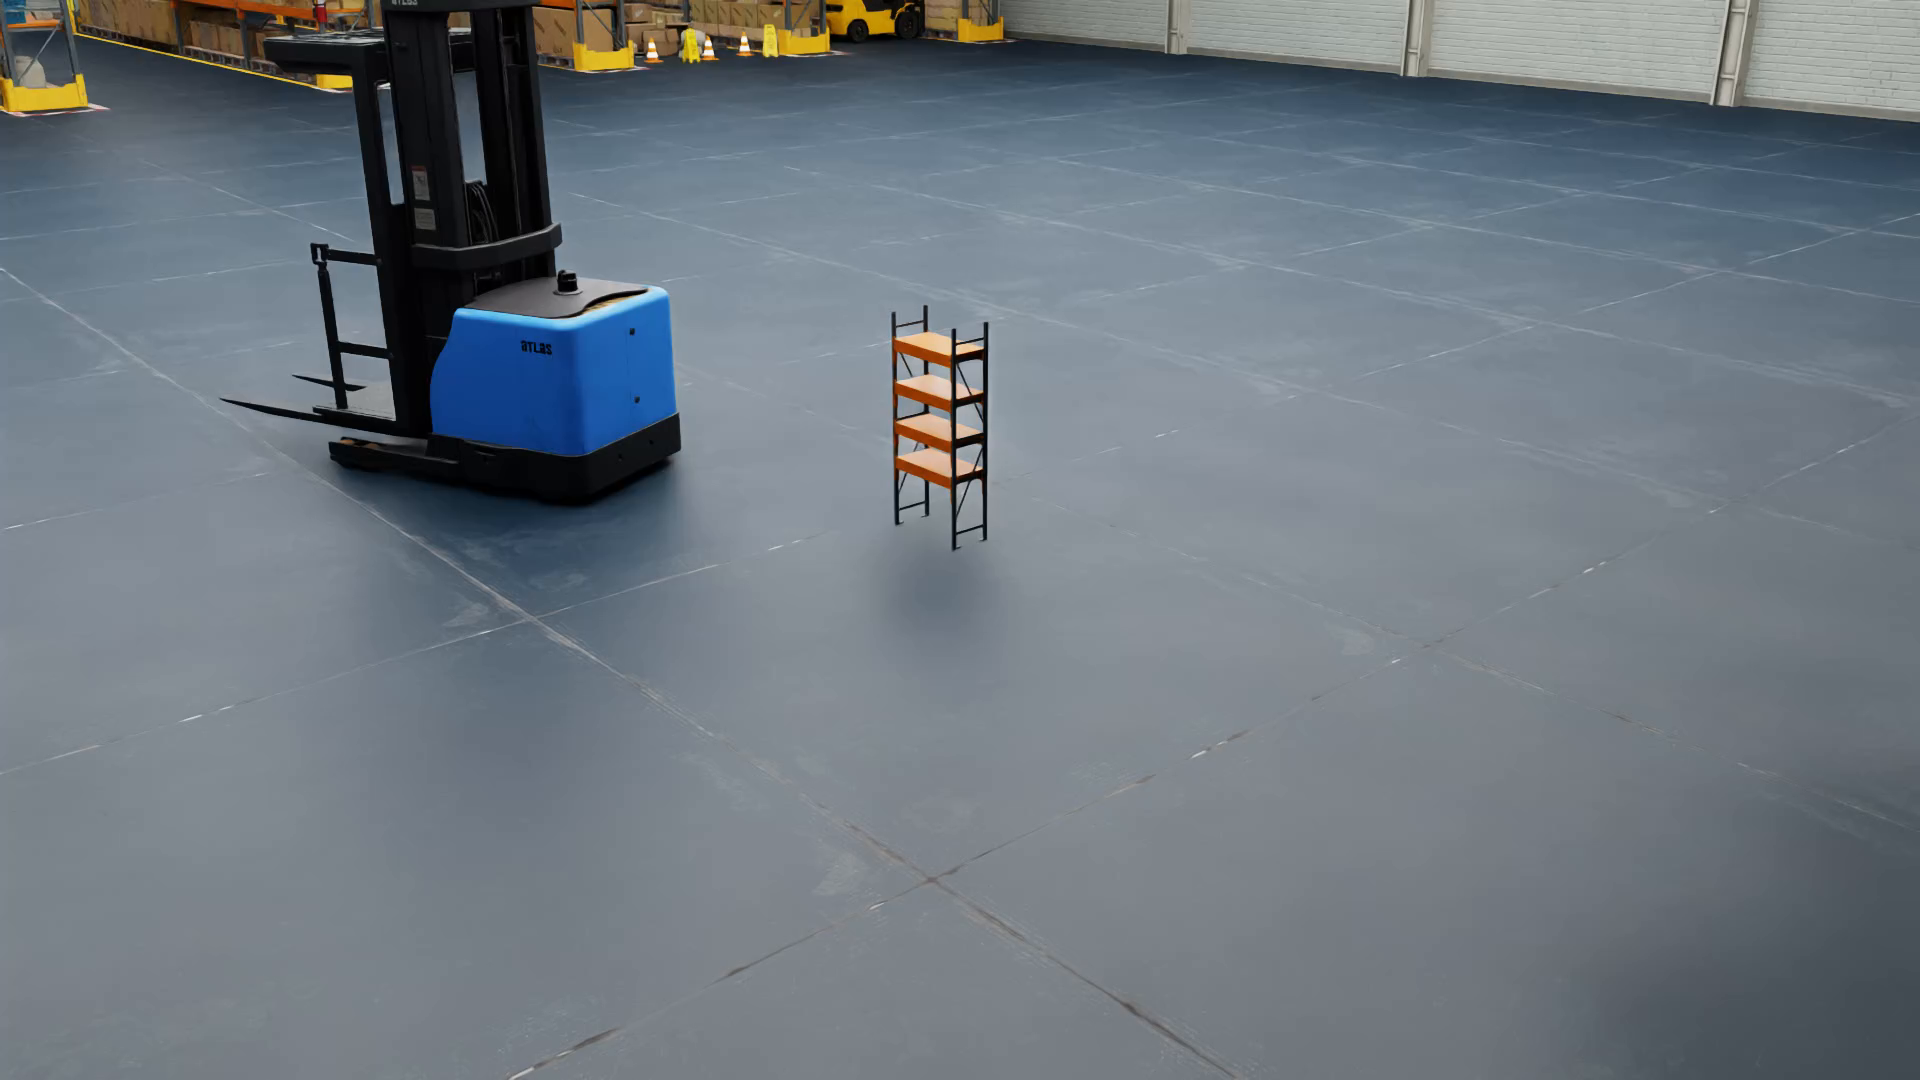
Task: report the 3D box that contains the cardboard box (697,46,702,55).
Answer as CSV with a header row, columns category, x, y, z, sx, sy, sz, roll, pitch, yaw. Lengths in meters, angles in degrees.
category,x,y,z,sx,sy,sz,roll,pitch,yaw
cardboard box,-5.674,-10.403,35.340,0.380,0.149,0.250,-4,22,-10

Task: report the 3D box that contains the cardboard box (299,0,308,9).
category,x,y,z,sx,sy,sz,roll,pitch,yaw
cardboard box,-11.504,-9.529,29.544,0.380,0.149,0.250,-17,27,-37

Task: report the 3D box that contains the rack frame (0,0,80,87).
category,x,y,z,sx,sy,sz,roll,pitch,yaw
rack frame,-14.549,-8.311,26.090,1.000,3.000,0.127,-17,27,-37

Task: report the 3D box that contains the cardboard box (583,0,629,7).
category,x,y,z,sx,sy,sz,roll,pitch,yaw
cardboard box,-8.899,-13.476,41.616,0.875,0.875,0.875,-18,28,-38

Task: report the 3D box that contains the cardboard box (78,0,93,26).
category,x,y,z,sx,sy,sz,roll,pitch,yaw
cardboard box,-20.762,-12.959,40.295,0.875,0.875,0.875,-17,27,-37

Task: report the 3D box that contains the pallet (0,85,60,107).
category,x,y,z,sx,sy,sz,roll,pitch,yaw
pallet,-15.160,-7.248,27.200,1.003,0.211,1.213,-17,27,-37

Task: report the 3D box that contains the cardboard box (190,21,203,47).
category,x,y,z,sx,sy,sz,roll,pitch,yaw
cardboard box,-15.566,-10.561,34.659,0.700,0.500,0.500,-19,28,-40

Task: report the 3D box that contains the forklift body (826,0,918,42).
category,x,y,z,sx,sy,sz,roll,pitch,yaw
forklift body,-2.151,-12.726,38.527,2.313,2.155,1.214,-17,27,-37

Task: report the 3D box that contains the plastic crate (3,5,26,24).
category,x,y,z,sx,sy,sz,roll,pitch,yaw
plastic crate,-15.102,-8.309,26.289,0.499,0.251,0.616,-17,27,-37

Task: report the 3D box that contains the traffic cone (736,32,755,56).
category,x,y,z,sx,sy,sz,roll,pitch,yaw
traffic cone,-4.547,-10.480,35.106,0.336,0.463,0.334,-17,27,-37

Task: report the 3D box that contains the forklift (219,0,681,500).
category,x,y,z,sx,sy,sz,roll,pitch,yaw
forklift,-3.267,-1.942,9.924,3.031,2.935,1.130,10,24,24

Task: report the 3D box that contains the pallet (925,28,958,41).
category,x,y,z,sx,sy,sz,roll,pitch,yaw
pallet,-0.062,-11.935,39.166,1.003,0.211,1.213,-17,27,-37

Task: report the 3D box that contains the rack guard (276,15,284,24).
category,x,y,z,sx,sy,sz,roll,pitch,yaw
rack guard,-17.367,-13.879,43.733,1.175,0.500,0.348,-17,27,-37

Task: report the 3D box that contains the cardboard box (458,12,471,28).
category,x,y,z,sx,sy,sz,roll,pitch,yaw
cardboard box,-10.057,-11.046,35.582,1.050,0.750,0.750,-18,27,-38

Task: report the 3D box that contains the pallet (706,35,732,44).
category,x,y,z,sx,sy,sz,roll,pitch,yaw
pallet,-5.435,-11.479,38.002,1.003,0.211,1.213,-17,27,-37

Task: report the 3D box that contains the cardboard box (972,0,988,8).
category,x,y,z,sx,sy,sz,roll,pitch,yaw
cardboard box,0.299,-12.590,38.840,0.500,0.250,0.500,-18,28,-38

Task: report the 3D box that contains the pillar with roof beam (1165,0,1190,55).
category,x,y,z,sx,sy,sz,roll,pitch,yaw
pillar with roof beam,1.352,-13.550,31.239,9.100,9.000,0.400,-17,27,-37

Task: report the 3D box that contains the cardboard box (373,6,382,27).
category,x,y,z,sx,sy,sz,roll,pitch,yaw
cardboard box,-13.516,-12.291,39.103,0.500,0.500,0.500,-19,28,-40

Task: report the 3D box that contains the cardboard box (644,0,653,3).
category,x,y,z,sx,sy,sz,roll,pitch,yaw
cardboard box,-8.850,-15.877,48.260,0.500,0.500,0.500,-17,27,-36

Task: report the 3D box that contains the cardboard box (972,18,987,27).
category,x,y,z,sx,sy,sz,roll,pitch,yaw
cardboard box,0.297,-12.129,39.034,0.500,0.250,0.500,-17,27,-37

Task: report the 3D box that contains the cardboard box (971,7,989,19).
category,x,y,z,sx,sy,sz,roll,pitch,yaw
cardboard box,0.319,-12.359,38.935,0.500,0.250,0.500,-17,27,-36

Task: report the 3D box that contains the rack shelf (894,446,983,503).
category,x,y,z,sx,sy,sz,roll,pitch,yaw
rack shelf,-0.108,-0.357,8.979,0.258,0.148,0.480,-17,27,-37

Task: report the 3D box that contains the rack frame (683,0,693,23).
category,x,y,z,sx,sy,sz,roll,pitch,yaw
rack frame,-5.900,-12.954,37.945,1.000,3.000,0.127,-17,27,-37

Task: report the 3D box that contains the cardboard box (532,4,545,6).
category,x,y,z,sx,sy,sz,roll,pitch,yaw
cardboard box,-8.635,-10.516,34.057,0.875,0.875,0.875,-17,27,-37

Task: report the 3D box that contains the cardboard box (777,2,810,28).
category,x,y,z,sx,sy,sz,roll,pitch,yaw
cardboard box,-3.622,-11.409,36.165,0.500,0.500,0.500,-19,28,-39

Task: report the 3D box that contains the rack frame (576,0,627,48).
category,x,y,z,sx,sy,sz,roll,pitch,yaw
rack frame,-6.973,-10.643,32.044,1.000,3.000,0.127,-17,27,-37

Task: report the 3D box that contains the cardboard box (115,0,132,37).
category,x,y,z,sx,sy,sz,roll,pitch,yaw
cardboard box,-18.197,-11.840,37.437,1.225,0.875,0.875,-17,27,-37

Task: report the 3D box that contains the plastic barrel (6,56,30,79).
category,x,y,z,sx,sy,sz,roll,pitch,yaw
plastic barrel,-15.363,-7.650,27.239,0.421,0.512,0.421,0,21,0

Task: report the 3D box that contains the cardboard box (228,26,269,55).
category,x,y,z,sx,sy,sz,roll,pitch,yaw
cardboard box,-14.089,-9.947,33.092,0.700,0.500,0.500,-18,27,-38

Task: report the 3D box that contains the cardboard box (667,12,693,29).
category,x,y,z,sx,sy,sz,roll,pitch,yaw
cardboard box,-6.244,-12.071,38.717,0.950,0.372,0.625,-17,27,-37

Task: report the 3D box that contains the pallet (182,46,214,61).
category,x,y,z,sx,sy,sz,roll,pitch,yaw
pallet,-15.509,-10.186,34.700,1.003,0.211,1.213,-17,27,-37

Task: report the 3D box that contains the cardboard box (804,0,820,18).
category,x,y,z,sx,sy,sz,roll,pitch,yaw
cardboard box,-3.484,-13.792,42.764,0.875,0.625,0.625,-19,28,-40

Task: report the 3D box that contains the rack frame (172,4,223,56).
category,x,y,z,sx,sy,sz,roll,pitch,yaw
rack frame,-16.018,-11.700,34.744,1.000,3.000,0.127,-17,27,-37

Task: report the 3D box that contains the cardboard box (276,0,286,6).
category,x,y,z,sx,sy,sz,roll,pitch,yaw
cardboard box,-12.198,-9.792,30.216,0.380,0.149,0.250,-17,27,-37

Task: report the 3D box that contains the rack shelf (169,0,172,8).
category,x,y,z,sx,sy,sz,roll,pitch,yaw
rack shelf,-17.324,-11.918,36.286,1.077,0.370,4.000,-17,27,-37

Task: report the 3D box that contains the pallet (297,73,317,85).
category,x,y,z,sx,sy,sz,roll,pitch,yaw
pallet,-11.350,-8.446,30.257,1.003,0.211,1.213,-17,27,-37

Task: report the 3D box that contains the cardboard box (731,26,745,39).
category,x,y,z,sx,sy,sz,roll,pitch,yaw
cardboard box,-4.698,-11.212,36.691,0.500,0.250,0.500,-19,28,-39

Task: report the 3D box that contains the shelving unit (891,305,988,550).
category,x,y,z,sx,sy,sz,roll,pitch,yaw
shelving unit,-0.108,-0.604,8.882,0.258,1.200,0.503,-17,27,-37

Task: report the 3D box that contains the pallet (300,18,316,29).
category,x,y,z,sx,sy,sz,roll,pitch,yaw
pallet,-16.072,-13.174,42.331,1.003,0.211,1.213,-17,27,-37

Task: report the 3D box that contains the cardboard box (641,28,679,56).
category,x,y,z,sx,sy,sz,roll,pitch,yaw
cardboard box,-6.353,-10.569,35.279,0.637,0.503,0.797,3,22,9

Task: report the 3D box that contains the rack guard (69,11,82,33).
category,x,y,z,sx,sy,sz,roll,pitch,yaw
rack guard,-21.256,-12.753,40.860,1.175,0.500,0.348,-17,27,-37

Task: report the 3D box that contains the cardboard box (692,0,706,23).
category,x,y,z,sx,sy,sz,roll,pitch,yaw
cardboard box,-5.719,-11.991,37.653,0.500,0.500,0.500,-16,26,-35

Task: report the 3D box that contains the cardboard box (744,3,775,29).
category,x,y,z,sx,sy,sz,roll,pitch,yaw
cardboard box,-4.353,-11.416,36.185,0.500,0.500,0.500,-16,27,-36

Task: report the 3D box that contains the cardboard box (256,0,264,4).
category,x,y,z,sx,sy,sz,roll,pitch,yaw
cardboard box,-12.855,-10.067,30.918,0.380,0.149,0.250,-17,27,-37

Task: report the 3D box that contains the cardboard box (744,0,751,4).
category,x,y,z,sx,sy,sz,roll,pitch,yaw
cardboard box,-4.462,-11.731,36.098,0.380,0.149,0.250,-17,27,-37

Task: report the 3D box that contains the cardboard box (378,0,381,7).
category,x,y,z,sx,sy,sz,roll,pitch,yaw
cardboard box,-13.178,-12.497,38.602,0.500,0.250,0.500,-17,27,-37

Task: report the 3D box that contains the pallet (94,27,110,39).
category,x,y,z,sx,sy,sz,roll,pitch,yaw
pallet,-19.867,-12.073,39.519,1.003,0.211,1.213,-17,27,-37

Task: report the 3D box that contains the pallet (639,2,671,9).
category,x,y,z,sx,sy,sz,roll,pitch,yaw
pallet,-8.612,-15.576,48.463,1.003,0.211,1.213,-17,27,-37
